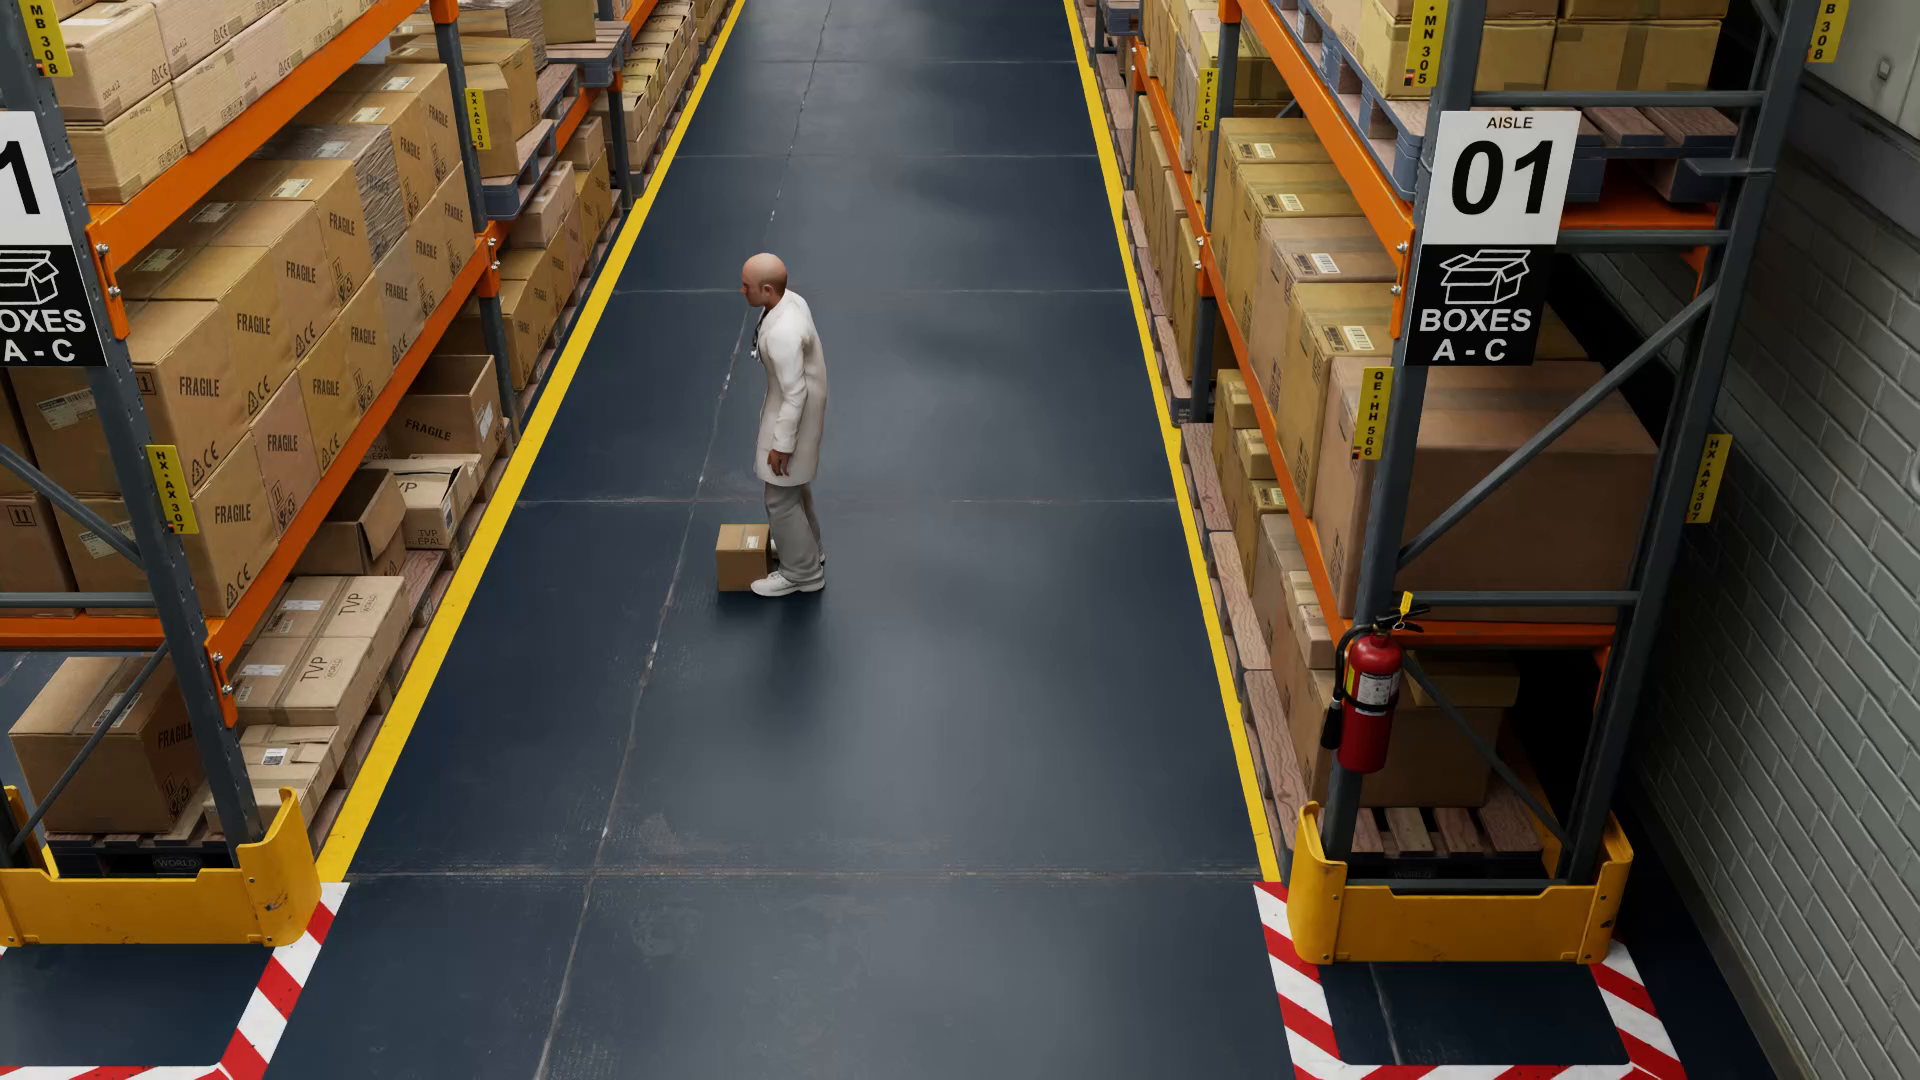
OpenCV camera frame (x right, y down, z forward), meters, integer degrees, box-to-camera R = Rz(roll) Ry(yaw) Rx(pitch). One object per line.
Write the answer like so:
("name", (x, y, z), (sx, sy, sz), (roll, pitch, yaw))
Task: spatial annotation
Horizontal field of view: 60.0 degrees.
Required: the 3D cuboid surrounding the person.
("person", (-0.851, -0.561, 8.079), (0.429, 1.772, 0.649), (-2, 31, -3))
